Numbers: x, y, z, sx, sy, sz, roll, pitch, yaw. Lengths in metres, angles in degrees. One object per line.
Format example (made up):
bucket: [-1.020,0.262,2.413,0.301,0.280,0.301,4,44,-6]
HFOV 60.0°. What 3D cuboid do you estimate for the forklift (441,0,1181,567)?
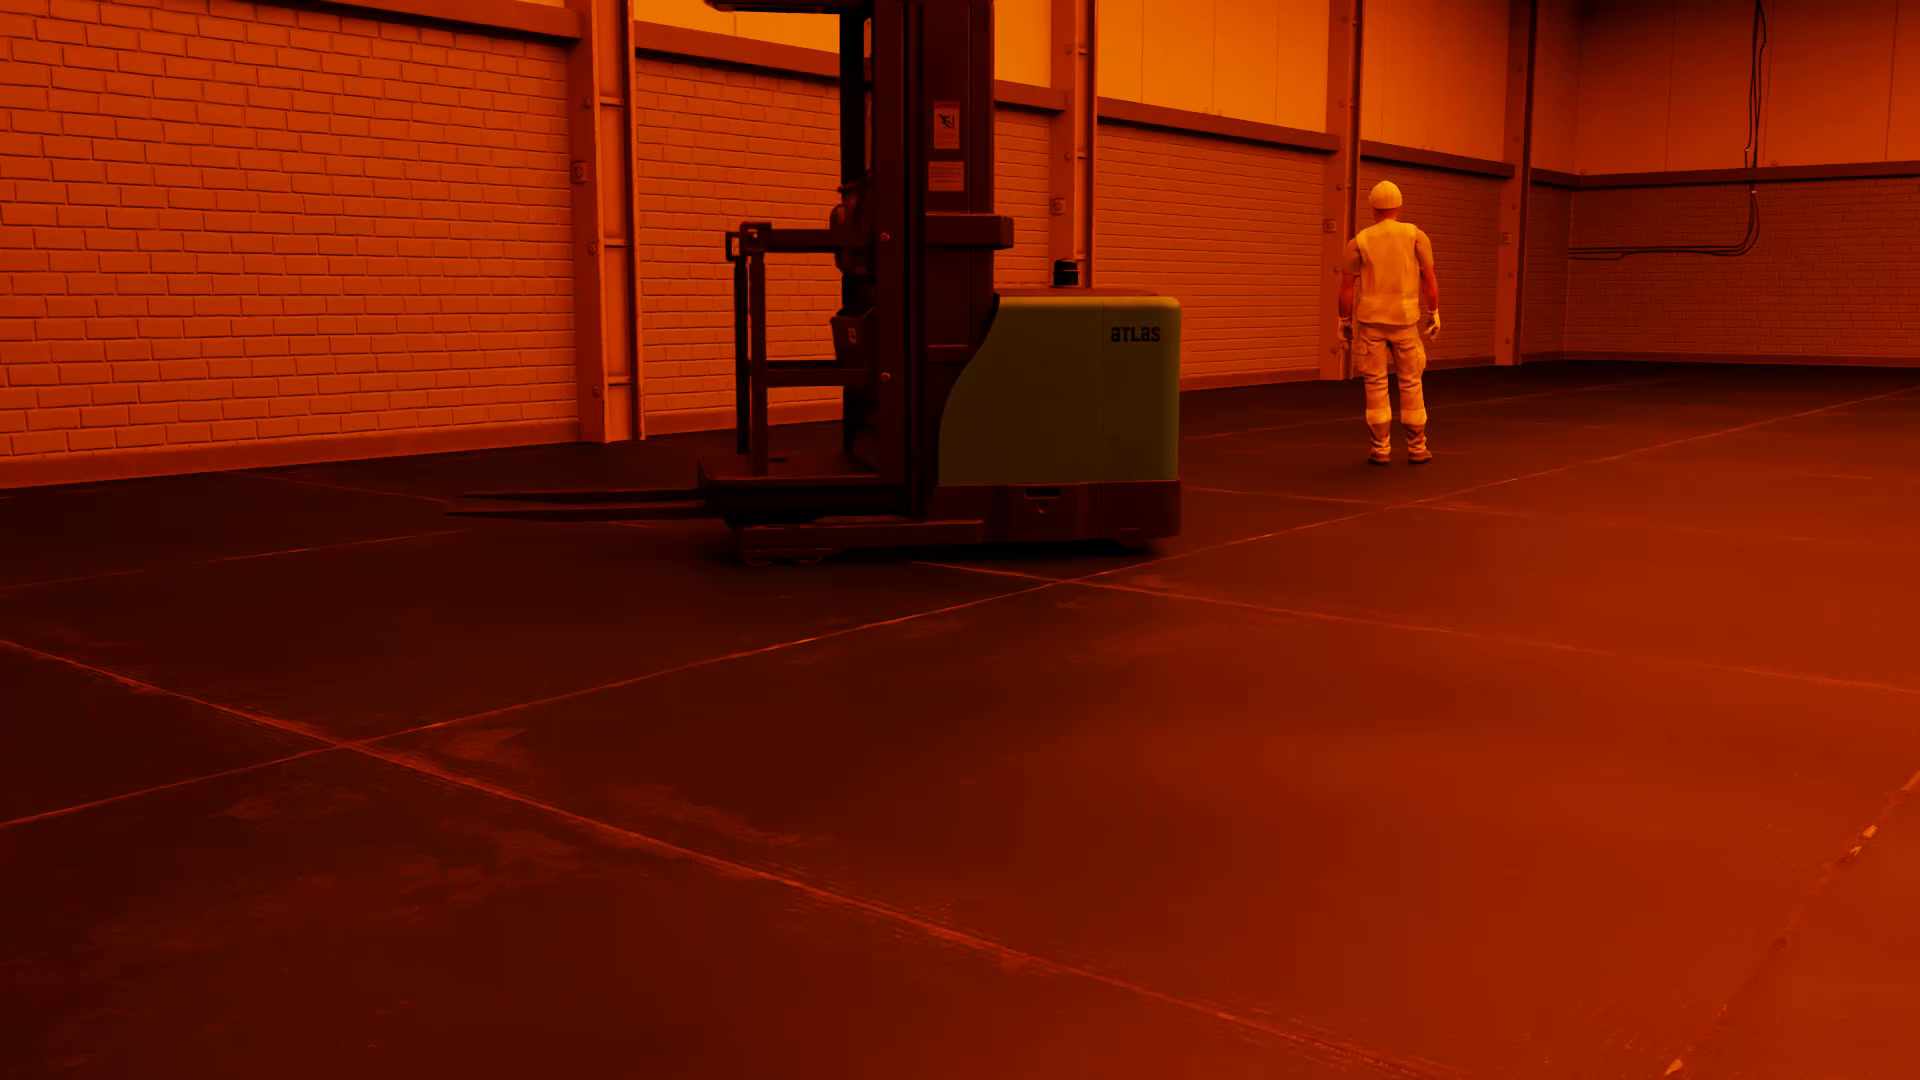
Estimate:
forklift: [-0.634,-1.425,7.021,3.031,2.935,1.130,-2,8,-11]

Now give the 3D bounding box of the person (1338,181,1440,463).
person: [2.761,-1.395,10.711,0.638,1.787,0.564,2,9,14]
